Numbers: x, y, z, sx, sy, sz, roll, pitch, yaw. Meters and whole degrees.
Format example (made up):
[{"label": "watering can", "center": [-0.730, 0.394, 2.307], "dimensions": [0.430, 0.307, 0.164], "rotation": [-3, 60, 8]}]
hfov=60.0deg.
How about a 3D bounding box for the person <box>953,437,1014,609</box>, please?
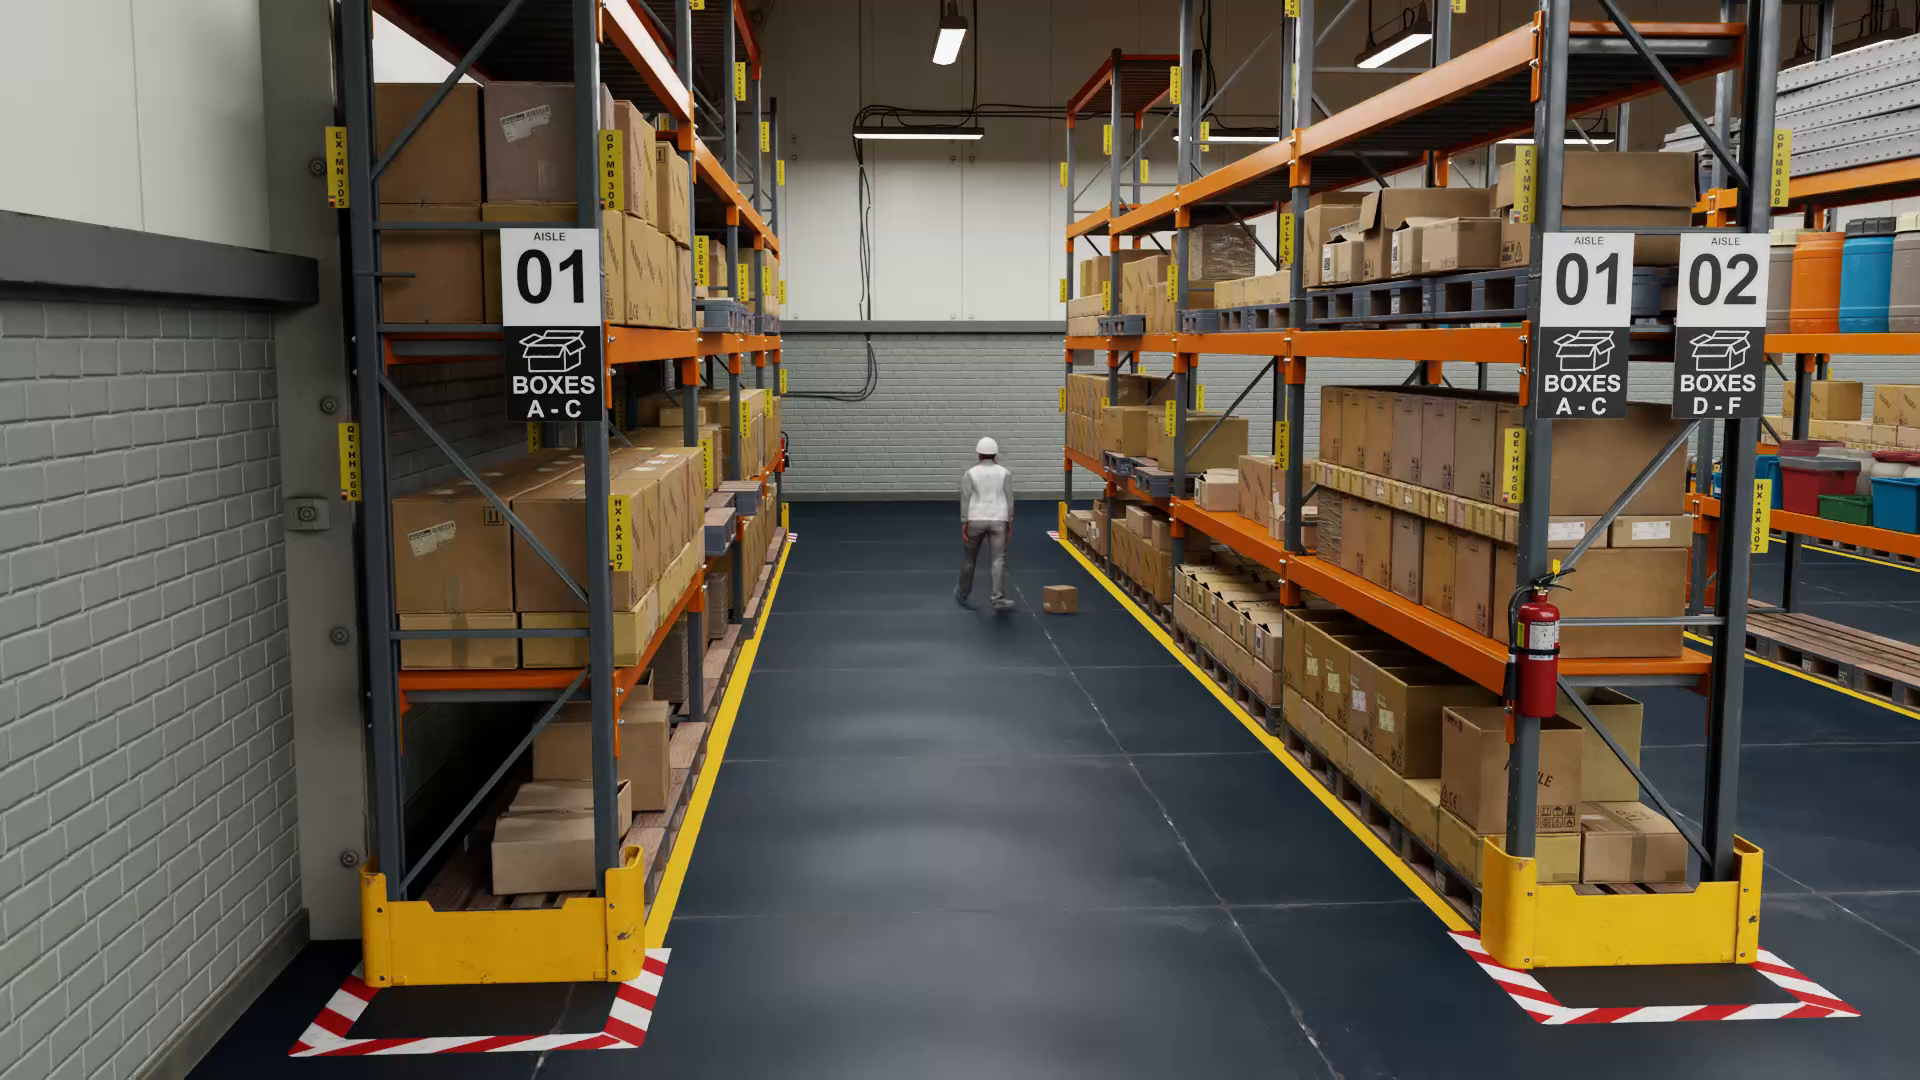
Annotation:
[{"label": "person", "center": [0.240, -0.199, 17.209], "dimensions": [0.647, 1.731, 0.860], "rotation": [0, 7, 2]}]
